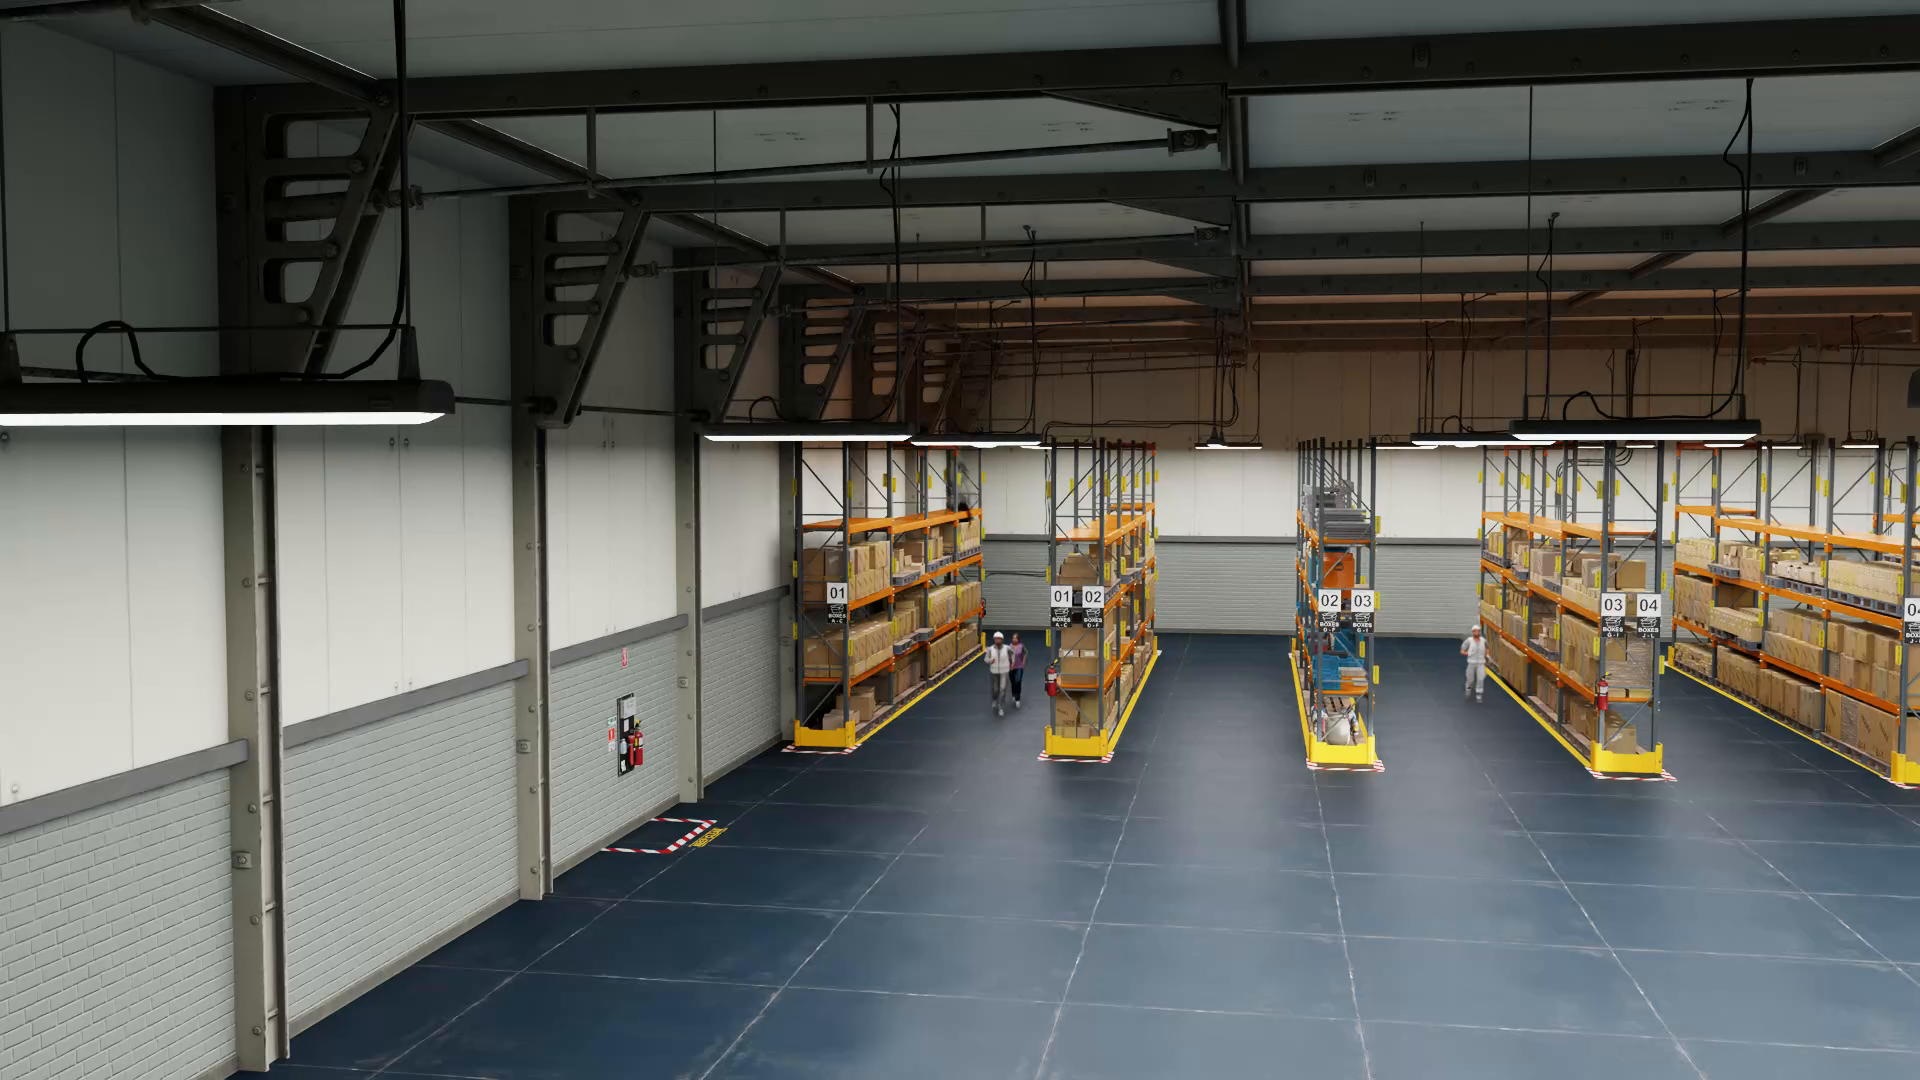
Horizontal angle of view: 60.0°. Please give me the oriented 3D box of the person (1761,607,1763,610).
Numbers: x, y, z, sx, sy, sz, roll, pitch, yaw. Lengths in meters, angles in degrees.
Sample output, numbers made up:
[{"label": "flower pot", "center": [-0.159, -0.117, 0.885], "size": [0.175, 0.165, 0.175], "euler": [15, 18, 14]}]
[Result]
[{"label": "person", "center": [20.943, 2.584, 43.351], "size": [0.606, 1.681, 0.856], "euler": [0, 3, 0]}]

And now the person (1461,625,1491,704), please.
[{"label": "person", "center": [11.780, 2.829, 37.966], "size": [0.671, 1.763, 0.901], "euler": [0, 3, 6]}]

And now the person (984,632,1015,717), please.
[{"label": "person", "center": [0.870, 2.908, 36.423], "size": [0.665, 1.806, 0.954], "euler": [0, 3, 7]}]

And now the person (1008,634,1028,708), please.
[{"label": "person", "center": [1.250, 2.919, 37.504], "size": [0.526, 1.623, 0.787], "euler": [0, 3, 6]}]
